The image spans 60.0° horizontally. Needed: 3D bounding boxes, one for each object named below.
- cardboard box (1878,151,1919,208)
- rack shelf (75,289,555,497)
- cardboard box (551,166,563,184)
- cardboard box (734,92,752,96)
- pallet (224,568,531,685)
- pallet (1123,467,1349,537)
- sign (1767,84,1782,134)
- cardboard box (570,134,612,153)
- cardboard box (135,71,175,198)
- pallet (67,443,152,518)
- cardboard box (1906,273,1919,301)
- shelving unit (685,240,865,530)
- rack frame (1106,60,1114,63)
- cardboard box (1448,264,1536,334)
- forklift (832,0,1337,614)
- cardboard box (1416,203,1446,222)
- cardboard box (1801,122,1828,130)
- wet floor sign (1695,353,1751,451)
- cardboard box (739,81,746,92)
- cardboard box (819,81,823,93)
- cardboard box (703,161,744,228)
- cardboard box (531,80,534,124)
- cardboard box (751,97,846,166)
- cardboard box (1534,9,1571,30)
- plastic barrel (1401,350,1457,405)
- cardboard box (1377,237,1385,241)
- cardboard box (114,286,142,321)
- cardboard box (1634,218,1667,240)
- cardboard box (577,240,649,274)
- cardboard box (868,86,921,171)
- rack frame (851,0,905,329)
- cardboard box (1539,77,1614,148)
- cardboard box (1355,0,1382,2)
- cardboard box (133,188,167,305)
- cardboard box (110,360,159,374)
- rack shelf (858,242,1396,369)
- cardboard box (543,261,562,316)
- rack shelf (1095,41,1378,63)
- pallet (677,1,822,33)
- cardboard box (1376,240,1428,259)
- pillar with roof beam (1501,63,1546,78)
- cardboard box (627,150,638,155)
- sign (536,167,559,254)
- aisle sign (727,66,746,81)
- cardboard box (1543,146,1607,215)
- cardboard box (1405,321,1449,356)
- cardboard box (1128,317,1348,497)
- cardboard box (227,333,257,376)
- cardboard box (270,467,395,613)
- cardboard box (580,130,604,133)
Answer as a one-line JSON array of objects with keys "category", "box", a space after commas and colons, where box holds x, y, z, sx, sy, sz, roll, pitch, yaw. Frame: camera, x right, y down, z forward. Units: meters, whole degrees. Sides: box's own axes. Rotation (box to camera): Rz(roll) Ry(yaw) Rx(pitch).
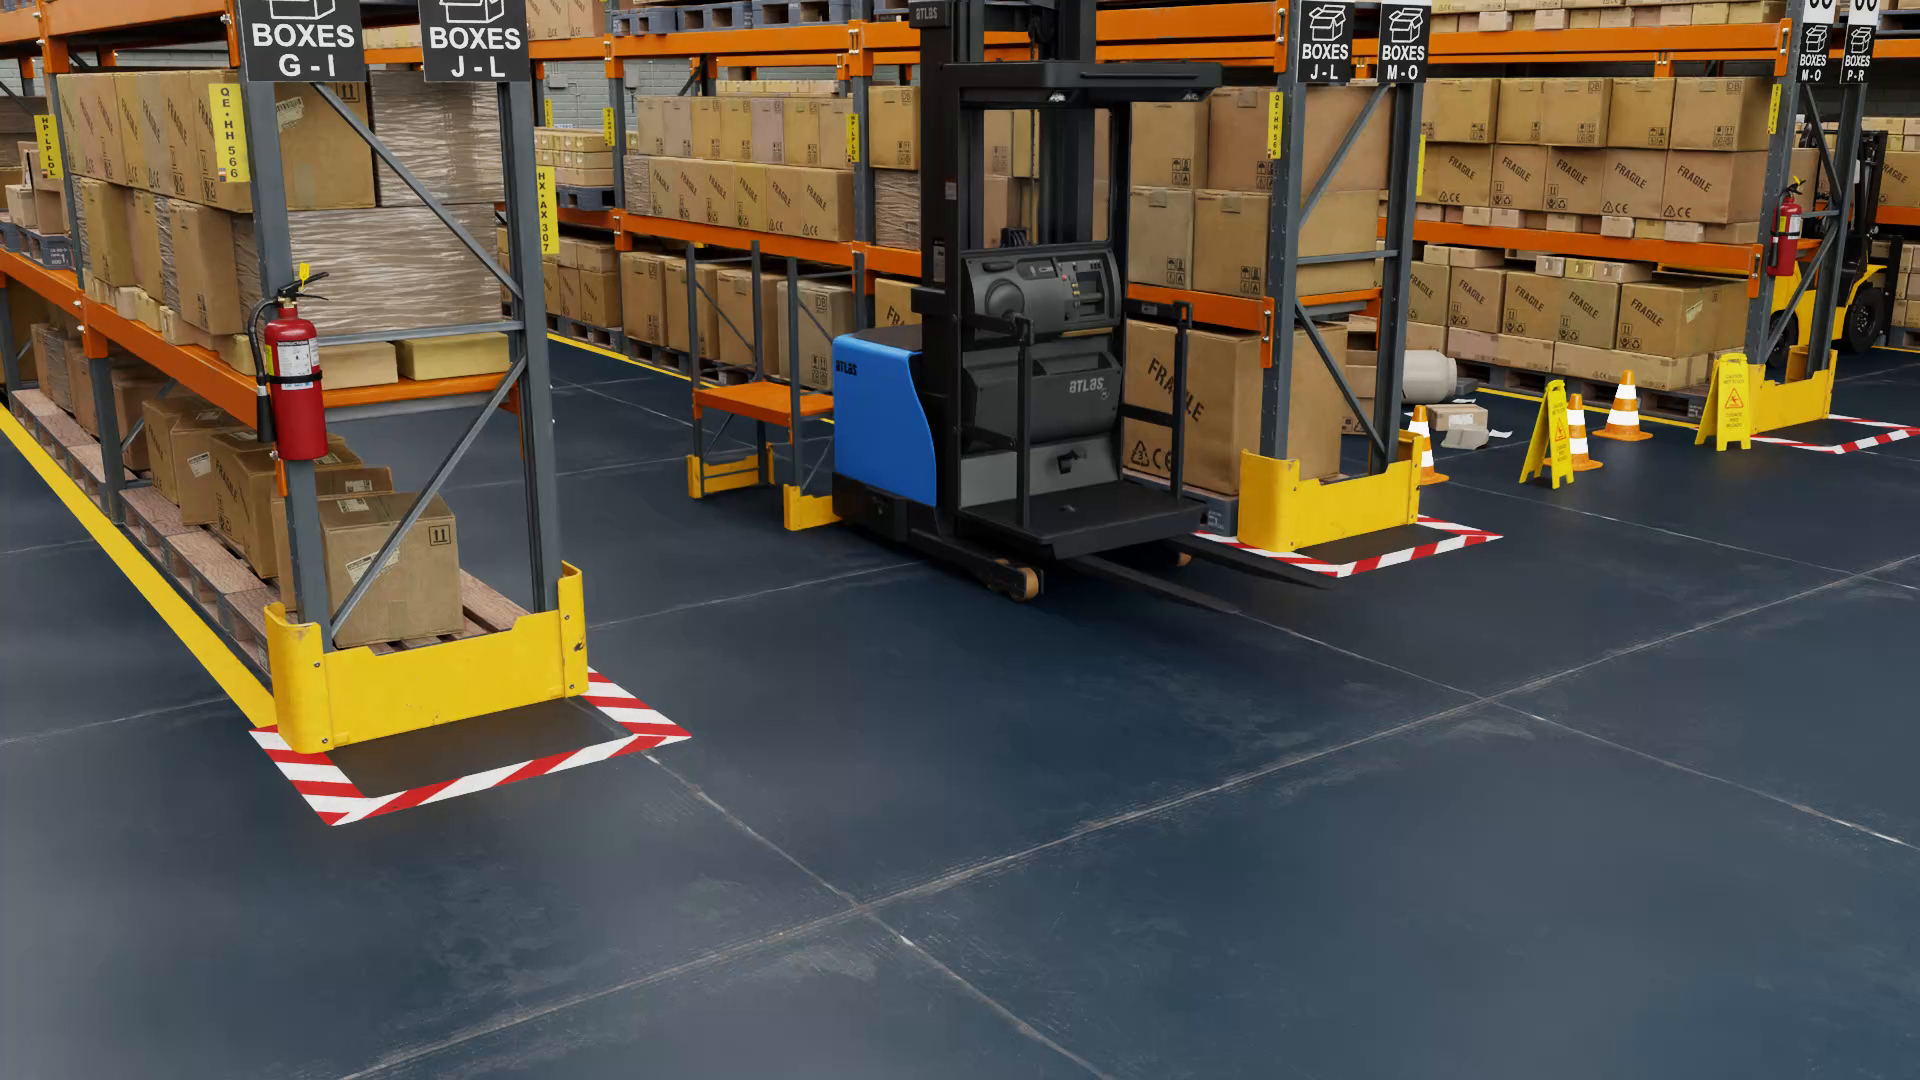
[{"category": "cardboard box", "box": [8.900, -3.400, 15.628, 0.500, 0.500, 0.500, -11, 19, -36]}, {"category": "rack shelf", "box": [-3.204, -0.837, 7.814, 1.077, 0.370, 4.000, -11, 19, -35]}, {"category": "cardboard box", "box": [-3.618, -3.437, 15.632, 0.380, 0.149, 0.250, -10, 18, -34]}, {"category": "cardboard box", "box": [-2.749, -5.877, 22.784, 0.500, 0.500, 0.500, -11, 19, -35]}, {"category": "pallet", "box": [-2.522, 0.393, 7.240, 1.003, 0.211, 1.213, -11, 19, -35]}, {"category": "pallet", "box": [1.510, -0.319, 9.841, 1.003, 0.211, 1.213, -11, 19, -35]}, {"category": "sign", "box": [5.528, -2.924, 11.285, 0.100, 0.325, 0.005, -11, 19, -35]}, {"category": "cardboard box", "box": [-3.319, -3.615, 15.156, 0.380, 0.149, 0.250, -12, 19, -37]}, {"category": "cardboard box", "box": [-3.142, -1.723, 7.042, 0.500, 0.500, 0.500, -11, 19, -35]}, {"category": "pallet", "box": [-4.839, -0.432, 10.254, 1.003, 0.211, 1.213, -11, 19, -35]}, {"category": "cardboard box", "box": [9.176, -2.348, 15.438, 0.500, 0.250, 0.500, -11, 19, -35]}, {"category": "shelving unit", "box": [-1.071, -0.933, 9.642, 0.587, 1.500, 1.083, -13, 20, -39]}, {"category": "rack frame", "box": [1.284, -4.003, 18.021, 1.000, 3.000, 0.127, -11, 19, -35]}, {"category": "cardboard box", "box": [4.393, -1.996, 13.678, 0.500, 0.500, 0.500, -10, 18, -32]}, {"category": "forklift", "box": [0.547, -1.263, 8.139, 1.130, 2.935, 3.031, -11, 19, -34]}, {"category": "cardboard box", "box": [4.051, -2.755, 13.935, 0.380, 0.149, 0.250, -10, 18, -33]}, {"category": "cardboard box", "box": [8.418, -4.048, 16.203, 0.380, 0.149, 0.250, -11, 19, -35]}, {"category": "wet floor sign", "box": [5.234, -0.953, 11.335, 0.267, 0.644, 0.232, -4, 16, -15]}, {"category": "cardboard box", "box": [-2.796, -6.217, 22.795, 0.380, 0.149, 0.250, -11, 19, -34]}, {"category": "cardboard box", "box": [-1.573, -5.790, 21.238, 0.380, 0.149, 0.250, -10, 18, -33]}, {"category": "cardboard box", "box": [-1.726, -2.801, 13.439, 0.500, 0.500, 0.500, -11, 19, -35]}, {"category": "cardboard box", "box": [-5.080, -4.876, 18.561, 0.500, 0.500, 0.500, -10, 18, -33]}, {"category": "cardboard box", "box": [-1.206, -3.212, 13.047, 0.700, 0.500, 0.500, -11, 19, -34]}, {"category": "cardboard box", "box": [4.613, -3.974, 12.709, 0.380, 0.149, 0.250, -11, 19, -35]}, {"category": "plastic barrel", "box": [3.549, -1.258, 12.872, 0.512, 0.421, 0.421, 1, 15, 4]}, {"category": "cardboard box", "box": [5.653, -3.696, 20.602, 0.875, 0.625, 0.625, -10, 18, -33]}, {"category": "cardboard box", "box": [-3.922, -1.181, 8.185, 0.380, 0.149, 0.250, -11, 19, -35]}, {"category": "cardboard box", "box": [5.223, -2.315, 12.330, 0.380, 0.149, 0.250, -11, 19, -35]}, {"category": "cardboard box", "box": [-3.274, -2.677, 15.695, 0.500, 0.250, 0.500, -11, 19, -36]}, {"category": "cardboard box", "box": [-0.119, -2.868, 11.544, 0.875, 0.550, 0.550, -11, 19, -35]}, {"category": "rack frame", "box": [-0.308, -2.359, 12.014, 1.000, 3.000, 0.127, -11, 19, -35]}, {"category": "cardboard box", "box": [4.837, -3.246, 12.608, 0.700, 0.500, 0.500, -11, 19, -35]}, {"category": "cardboard box", "box": [3.674, -4.531, 13.986, 0.500, 0.250, 0.500, -11, 19, -36]}, {"category": "cardboard box", "box": [-3.264, -1.380, 7.685, 0.875, 0.500, 0.500, -11, 19, -35]}, {"category": "cardboard box", "box": [-4.988, -0.857, 10.426, 0.700, 0.500, 0.500, -11, 19, -35]}, {"category": "rack shelf", "box": [0.868, -1.585, 10.548, 1.077, 0.370, 4.000, -11, 19, -35]}, {"category": "cardboard box", "box": [-3.885, -2.532, 16.585, 0.500, 0.500, 0.500, -12, 19, -37]}, {"category": "rack shelf", "box": [2.460, -4.676, 16.159, 1.077, 0.370, 4.000, -11, 19, -35]}, {"category": "pallet", "box": [-1.579, -4.201, 13.420, 1.003, 0.211, 1.213, -10, 18, -32]}, {"category": "cardboard box", "box": [3.790, -2.496, 14.278, 0.380, 0.149, 0.250, -11, 19, -34]}, {"category": "pillar with roof beam", "box": [3.311, -6.861, 17.099, 9.100, 9.000, 0.400, -11, 19, -35]}, {"category": "cardboard box", "box": [-2.943, -3.630, 15.774, 0.380, 0.149, 0.250, -10, 18, -32]}, {"category": "sign", "box": [-1.589, -1.259, 6.352, 0.100, 0.325, 0.005, -11, 19, -35]}, {"category": "aisle sign", "box": [-3.211, -7.029, 24.151, 0.394, 0.787, 0.004, -11, 19, -35]}, {"category": "cardboard box", "box": [4.864, -2.775, 12.779, 0.500, 0.500, 0.500, -11, 19, -35]}, {"category": "cardboard box", "box": [4.088, -1.745, 14.184, 0.500, 0.250, 0.500, -10, 18, -31]}, {"category": "cardboard box", "box": [1.592, -0.817, 9.610, 0.875, 0.875, 0.875, -11, 19, -34]}, {"category": "cardboard box", "box": [-2.697, -0.763, 6.659, 0.380, 0.149, 0.250, -11, 19, -35]}, {"category": "cardboard box", "box": [-2.761, -0.012, 7.377, 0.500, 0.500, 0.500, -6, 16, -20]}, {"category": "cardboard box", "box": [-3.549, -3.991, 16.529, 0.380, 0.149, 0.250, -10, 18, -33]}]
